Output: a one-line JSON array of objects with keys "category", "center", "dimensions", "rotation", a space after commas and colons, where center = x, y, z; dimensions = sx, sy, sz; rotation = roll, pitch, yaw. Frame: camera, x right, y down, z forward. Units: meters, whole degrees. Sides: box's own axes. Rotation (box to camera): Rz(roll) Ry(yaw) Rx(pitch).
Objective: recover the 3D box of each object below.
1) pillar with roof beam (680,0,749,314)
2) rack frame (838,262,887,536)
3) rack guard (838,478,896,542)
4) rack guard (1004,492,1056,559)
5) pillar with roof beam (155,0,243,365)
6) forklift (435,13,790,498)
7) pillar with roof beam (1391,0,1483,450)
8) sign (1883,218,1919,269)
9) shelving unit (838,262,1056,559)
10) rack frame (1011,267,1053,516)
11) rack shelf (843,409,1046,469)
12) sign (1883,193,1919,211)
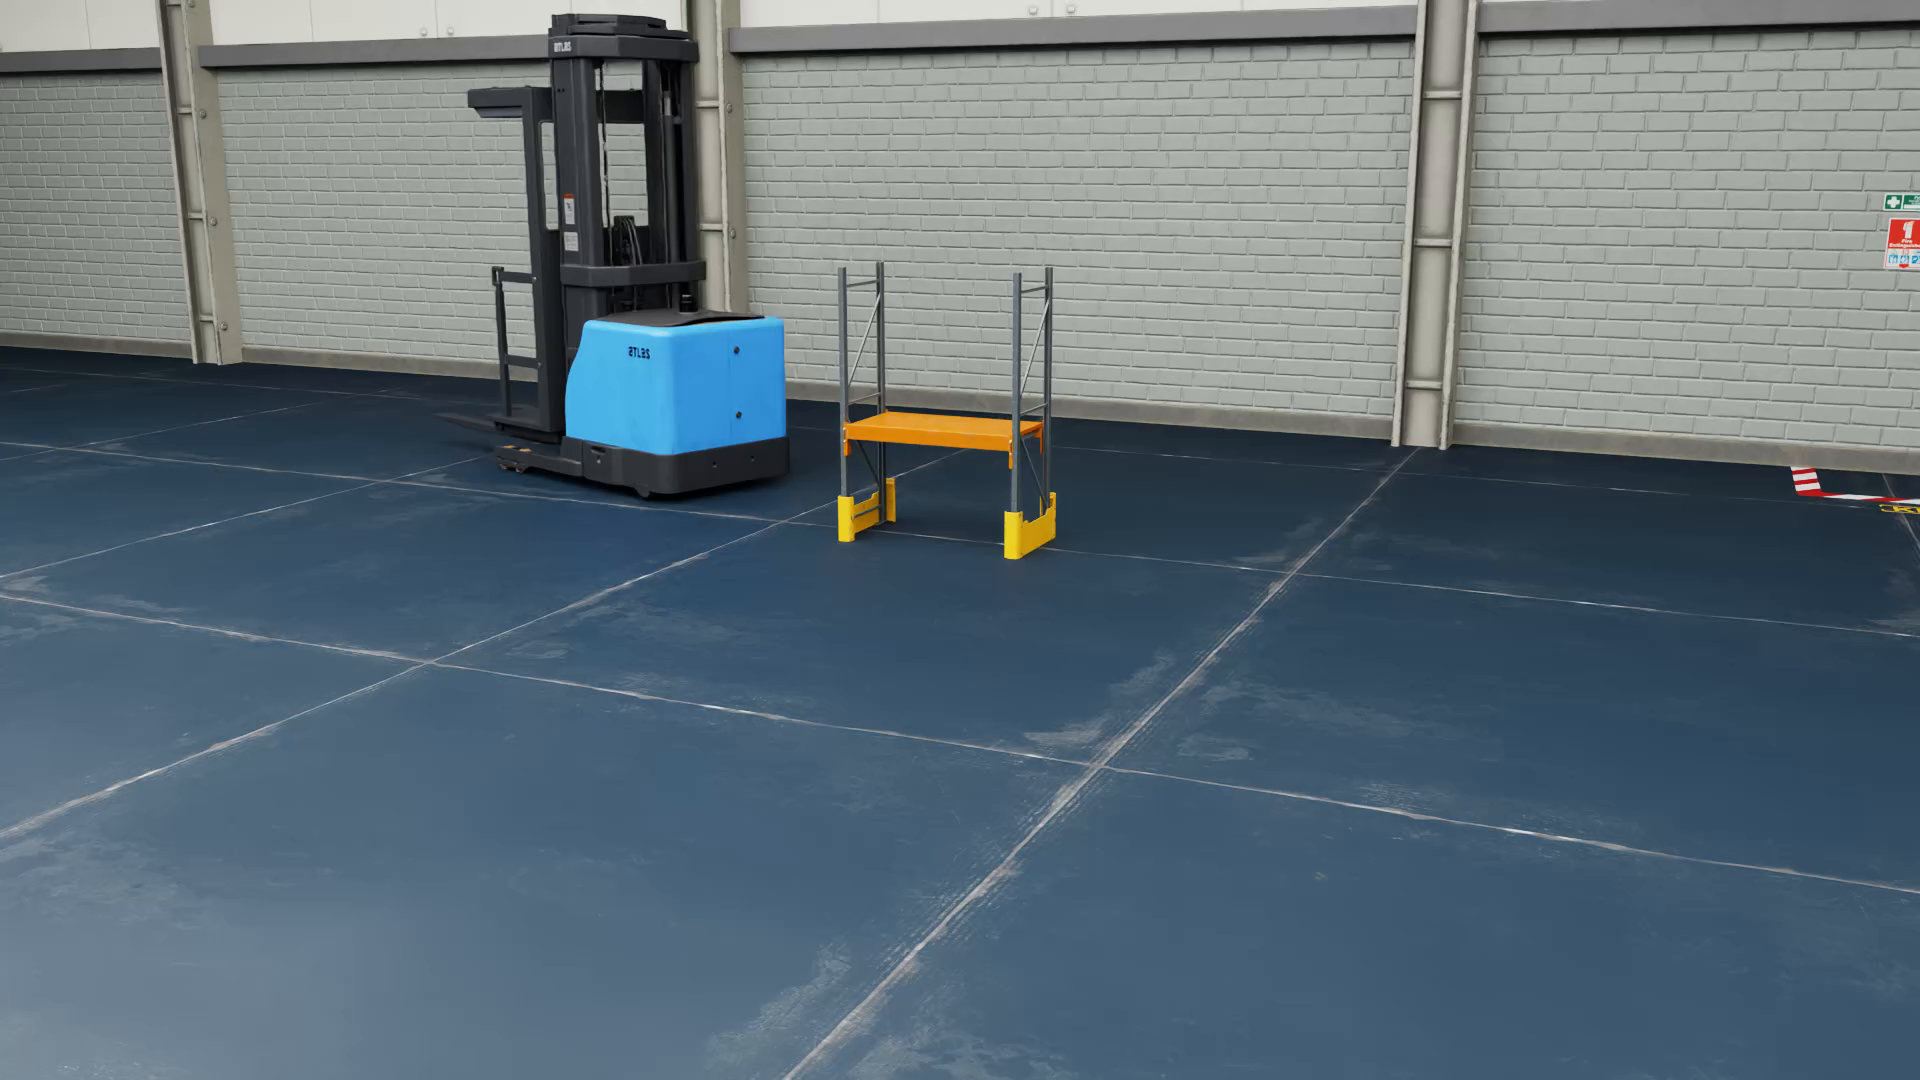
[{"category": "pillar with roof beam", "center": [-3.826, -4.740, 9.758], "dimensions": [0.400, 9.000, 9.100], "rotation": [6, 14, 23]}, {"category": "rack frame", "center": [-0.543, -0.785, 9.318], "dimensions": [0.032, 1.500, 0.500], "rotation": [6, 14, 23]}, {"category": "rack guard", "center": [-0.525, -0.175, 9.453], "dimensions": [0.087, 0.250, 0.587], "rotation": [6, 14, 23]}, {"category": "rack guard", "center": [0.386, -0.083, 9.060], "dimensions": [0.087, 0.250, 0.587], "rotation": [6, 14, 23]}, {"category": "pillar with roof beam", "center": [-9.311, -5.296, 12.124], "dimensions": [0.400, 9.000, 9.100], "rotation": [6, 14, 23]}, {"category": "forklift", "center": [-2.527, -1.951, 11.154], "dimensions": [3.031, 2.935, 1.130], "rotation": [12, 18, 42]}, {"category": "pillar with roof beam", "center": [1.660, -4.185, 7.392], "dimensions": [0.400, 9.000, 9.100], "rotation": [6, 14, 23]}, {"category": "sign", "center": [6.182, -1.935, 10.858], "dimensions": [0.234, 0.329, 0.001], "rotation": [6, 14, 23]}, {"category": "shelving unit", "center": [-0.070, -0.737, 9.114], "dimensions": [1.083, 1.500, 0.587], "rotation": [6, 14, 23]}, {"category": "rack frame", "center": [0.387, -0.691, 8.917], "dimensions": [0.032, 1.500, 0.500], "rotation": [6, 14, 23]}, {"category": "rack shelf", "center": [-0.078, -0.563, 9.158], "dimensions": [1.000, 0.185, 0.538], "rotation": [6, 14, 23]}, {"category": "sign", "center": [6.183, -2.191, 10.788], "dimensions": [0.331, 0.109, 0.001], "rotation": [6, 14, 23]}]
